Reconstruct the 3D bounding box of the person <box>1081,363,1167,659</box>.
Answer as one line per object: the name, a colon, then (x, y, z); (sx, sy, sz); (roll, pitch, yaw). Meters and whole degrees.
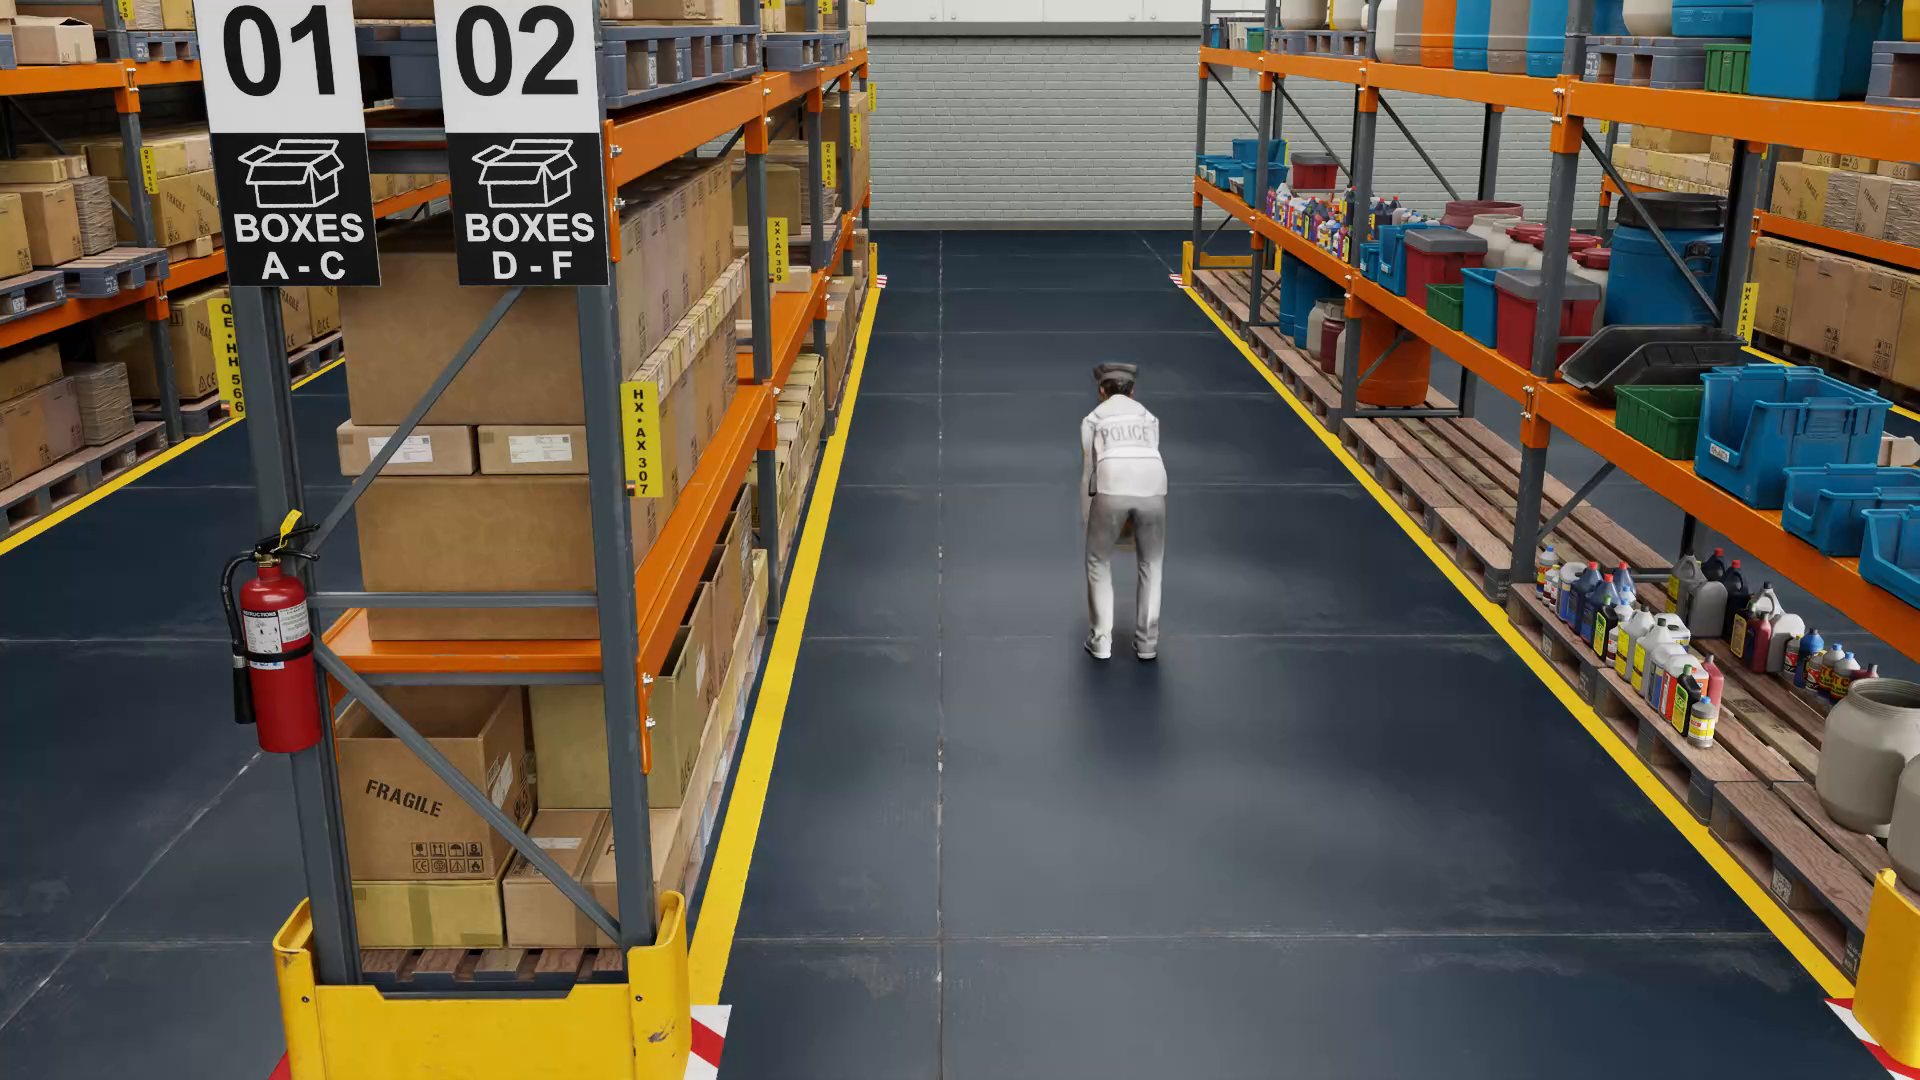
person: (0.815, -0.161, 8.477); (0.407, 1.427, 0.814); (-1, 17, -2)
